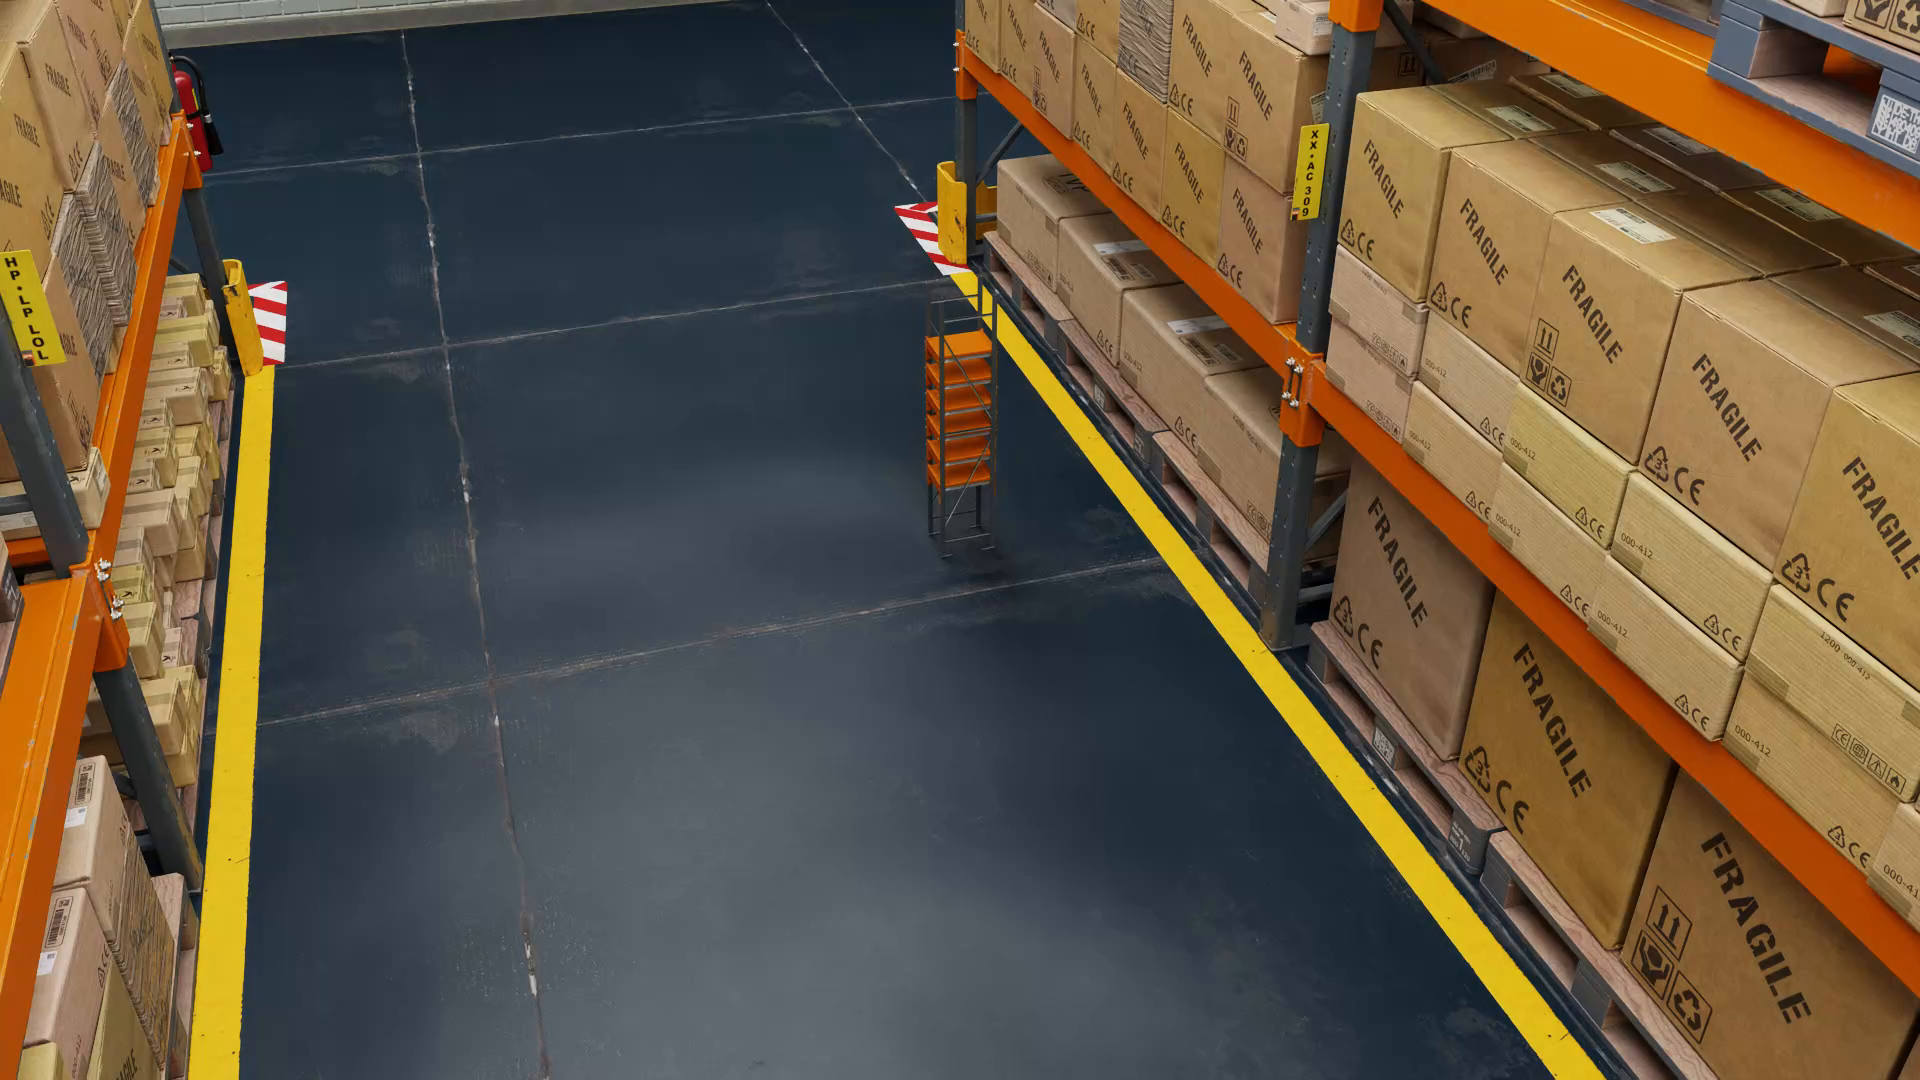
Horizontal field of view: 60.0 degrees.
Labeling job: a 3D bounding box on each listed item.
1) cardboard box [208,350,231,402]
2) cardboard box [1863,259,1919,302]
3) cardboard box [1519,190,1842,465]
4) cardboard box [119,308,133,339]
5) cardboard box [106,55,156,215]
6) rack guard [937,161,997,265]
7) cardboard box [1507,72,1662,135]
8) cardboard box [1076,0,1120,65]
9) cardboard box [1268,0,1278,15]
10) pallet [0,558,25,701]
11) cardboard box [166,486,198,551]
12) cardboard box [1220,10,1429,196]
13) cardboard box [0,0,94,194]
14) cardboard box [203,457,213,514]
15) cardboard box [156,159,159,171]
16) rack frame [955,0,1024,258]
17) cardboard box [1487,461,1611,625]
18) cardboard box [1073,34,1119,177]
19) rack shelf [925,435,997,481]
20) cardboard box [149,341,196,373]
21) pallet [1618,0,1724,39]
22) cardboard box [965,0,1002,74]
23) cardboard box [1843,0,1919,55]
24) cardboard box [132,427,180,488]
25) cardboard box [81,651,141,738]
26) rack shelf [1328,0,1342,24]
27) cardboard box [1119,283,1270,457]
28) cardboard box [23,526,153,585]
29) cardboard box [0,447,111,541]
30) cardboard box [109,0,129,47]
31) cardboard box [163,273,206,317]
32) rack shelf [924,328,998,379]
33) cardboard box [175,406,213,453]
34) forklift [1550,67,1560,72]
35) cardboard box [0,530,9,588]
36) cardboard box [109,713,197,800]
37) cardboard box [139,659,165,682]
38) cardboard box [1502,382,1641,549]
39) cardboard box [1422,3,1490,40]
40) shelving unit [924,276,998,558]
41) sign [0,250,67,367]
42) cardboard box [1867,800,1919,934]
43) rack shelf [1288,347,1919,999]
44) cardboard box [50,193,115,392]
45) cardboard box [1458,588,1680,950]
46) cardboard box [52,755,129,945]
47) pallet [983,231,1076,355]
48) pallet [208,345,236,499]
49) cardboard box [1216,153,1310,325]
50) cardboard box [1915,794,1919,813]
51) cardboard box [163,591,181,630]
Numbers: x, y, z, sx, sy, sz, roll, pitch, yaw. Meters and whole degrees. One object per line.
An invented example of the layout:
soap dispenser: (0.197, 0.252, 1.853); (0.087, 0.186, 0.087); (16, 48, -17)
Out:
cardboard box: (-3.681, -0.759, 7.882); (0.380, 0.149, 0.250); (-9, 35, -13)
cardboard box: (2.537, -0.375, 4.099); (0.500, 0.500, 0.500); (-9, 35, -14)
cardboard box: (1.881, -0.571, 4.396); (0.500, 0.500, 0.500); (-11, 35, -16)
cardboard box: (-3.218, -0.814, 5.989); (0.380, 0.149, 0.250); (-9, 34, -13)
cardboard box: (-3.517, -1.570, 6.544); (0.500, 0.500, 0.500); (-10, 35, -15)
rack guard: (0.461, -1.987, 9.804); (1.175, 0.500, 0.348); (-10, 35, -15)
cardboard box: (2.064, -1.184, 5.324); (0.500, 0.500, 0.500); (-9, 34, -13)
cardboard box: (0.825, -2.376, 7.127); (0.500, 0.500, 0.500); (-10, 35, -15)
cardboard box: (1.314, -1.912, 5.837); (0.380, 0.149, 0.250); (-9, 35, -14)
pallet: (-2.900, 0.474, 3.986); (1.003, 0.211, 1.213); (-10, 35, -15)
cardboard box: (-3.230, -0.060, 6.554); (0.380, 0.149, 0.250); (-10, 35, -15)
cardboard box: (1.281, -1.578, 5.919); (0.500, 0.500, 0.500); (-10, 35, -15)
cardboard box: (-3.197, -1.432, 5.429); (0.500, 0.500, 0.500); (-9, 35, -14)
cardboard box: (-3.393, -0.208, 7.049); (0.380, 0.149, 0.250); (-9, 35, -14)
cardboard box: (-3.716, -1.638, 7.236); (0.380, 0.149, 0.250); (-10, 35, -15)
rack frame: (0.468, -3.018, 9.096); (1.000, 3.000, 0.127); (-10, 35, -15)
cardboard box: (1.872, -0.036, 4.720); (0.500, 0.250, 0.500); (-10, 35, -15)
cardboard box: (0.829, -1.968, 7.417); (0.500, 0.500, 0.500); (-9, 34, -13)
rack shelf: (0.004, -0.356, 6.998); (0.258, 0.103, 0.180); (-10, 35, -15)
cardboard box: (-3.572, -0.728, 7.296); (0.380, 0.149, 0.250); (-11, 35, -17)
pallet: (2.015, -1.616, 4.428); (0.805, 0.209, 1.217); (-11, 35, -17)
cardboard box: (0.341, -2.759, 8.614); (0.500, 0.500, 0.500); (-10, 35, -15)
cardboard box: (2.095, -1.163, 3.096); (0.500, 0.500, 0.500); (-10, 35, -14)
cardboard box: (-3.355, -0.307, 6.659); (0.380, 0.149, 0.250); (-10, 35, -14)
cardboard box: (-2.903, 0.518, 5.410); (0.380, 0.149, 0.250); (-9, 34, -13)
rack shelf: (1.078, -2.919, 6.878); (1.077, 0.370, 4.000); (-10, 35, -15)
cardboard box: (1.325, -0.842, 7.746); (0.875, 0.438, 0.875); (-11, 35, -16)
cardboard box: (-3.156, 0.106, 6.034); (0.380, 0.149, 0.250); (-11, 35, -16)
cardboard box: (-2.770, -0.131, 4.955); (0.380, 0.149, 0.250); (-9, 34, -13)
cardboard box: (-3.684, -2.251, 6.668); (0.500, 0.500, 0.500); (-11, 35, -16)
cardboard box: (-3.812, -1.131, 7.906); (0.380, 0.149, 0.250); (-10, 35, -14)
rack shelf: (0.004, -0.756, 6.734); (0.258, 0.103, 0.180); (-10, 35, -15)
cardboard box: (-3.452, -0.471, 7.177); (0.380, 0.149, 0.250); (-10, 35, -14)
forklift: (3.208, -1.944, 7.534); (1.130, 2.935, 3.031); (-16, 37, -23)
cardboard box: (-2.685, 0.073, 4.266); (0.380, 0.149, 0.250); (-11, 35, -16)
cardboard box: (-2.800, 0.737, 5.619); (0.380, 0.149, 0.250); (-12, 35, -17)
cardboard box: (-2.963, 0.496, 5.714); (0.380, 0.149, 0.250); (-10, 35, -14)
cardboard box: (1.868, -0.247, 4.585); (0.500, 0.250, 0.500); (-10, 35, -14)
cardboard box: (1.839, -1.857, 5.753); (0.380, 0.149, 0.250); (-11, 35, -15)
shelving unit: (0.004, -0.493, 6.908); (0.258, 1.200, 0.189); (-10, 35, -15)
sign: (-2.467, -0.610, 4.403); (0.100, 0.325, 0.005); (-10, 35, -15)
cardboard box: (2.336, 0.758, 3.519); (0.500, 0.250, 0.500); (-9, 35, -14)
rack shelf: (2.298, 0.433, 4.527); (1.077, 0.370, 4.000); (-10, 35, -15)
cardboard box: (-3.064, -0.759, 5.317); (0.500, 0.500, 0.500); (-10, 35, -15)
cardboard box: (2.237, 0.579, 5.200); (0.875, 0.875, 0.875); (-9, 35, -13)
cardboard box: (-2.527, 0.871, 4.417); (0.500, 0.250, 0.500); (-11, 35, -16)
pallet: (0.787, -1.448, 9.249); (1.003, 0.211, 1.213); (-10, 35, -15)
pallet: (-3.978, -0.497, 7.810); (1.003, 0.211, 1.213); (-10, 35, -15)
cardboard box: (1.303, -1.160, 6.194); (0.500, 0.500, 0.500); (-10, 35, -14)
cardboard box: (2.359, 0.556, 3.370); (0.500, 0.250, 0.500); (-11, 35, -16)
cardboard box: (-3.132, 0.350, 6.204); (0.380, 0.149, 0.250); (-11, 35, -16)
